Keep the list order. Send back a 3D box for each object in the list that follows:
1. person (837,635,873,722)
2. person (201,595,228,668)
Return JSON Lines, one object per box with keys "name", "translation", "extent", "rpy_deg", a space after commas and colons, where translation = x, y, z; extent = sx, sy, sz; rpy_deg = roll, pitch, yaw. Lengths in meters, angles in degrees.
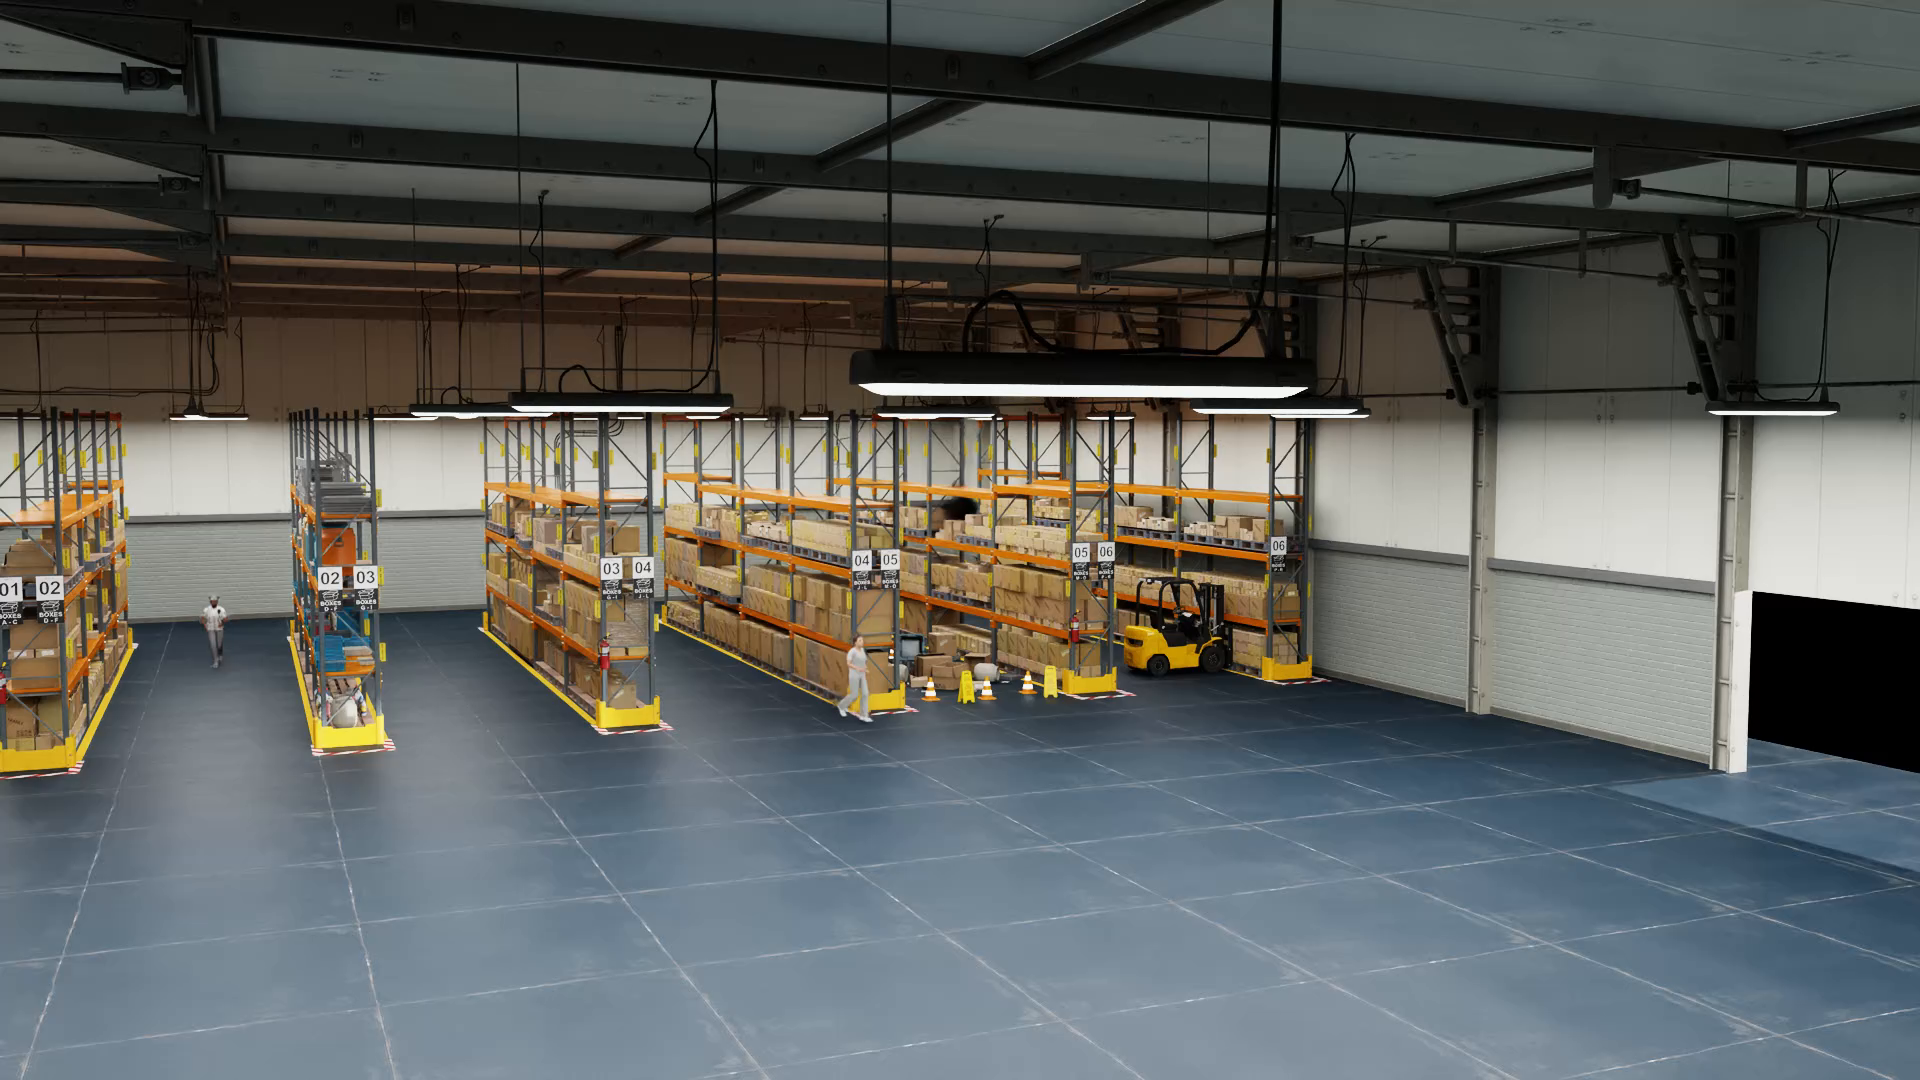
{"name": "person", "translation": [-2.001, 2.648, 32.059], "extent": [0.823, 1.677, 0.589], "rpy_deg": [3, 5, 37]}
{"name": "person", "translation": [-17.619, 2.135, 39.305], "extent": [0.585, 1.695, 0.727], "rpy_deg": [-2, 4, -24]}
